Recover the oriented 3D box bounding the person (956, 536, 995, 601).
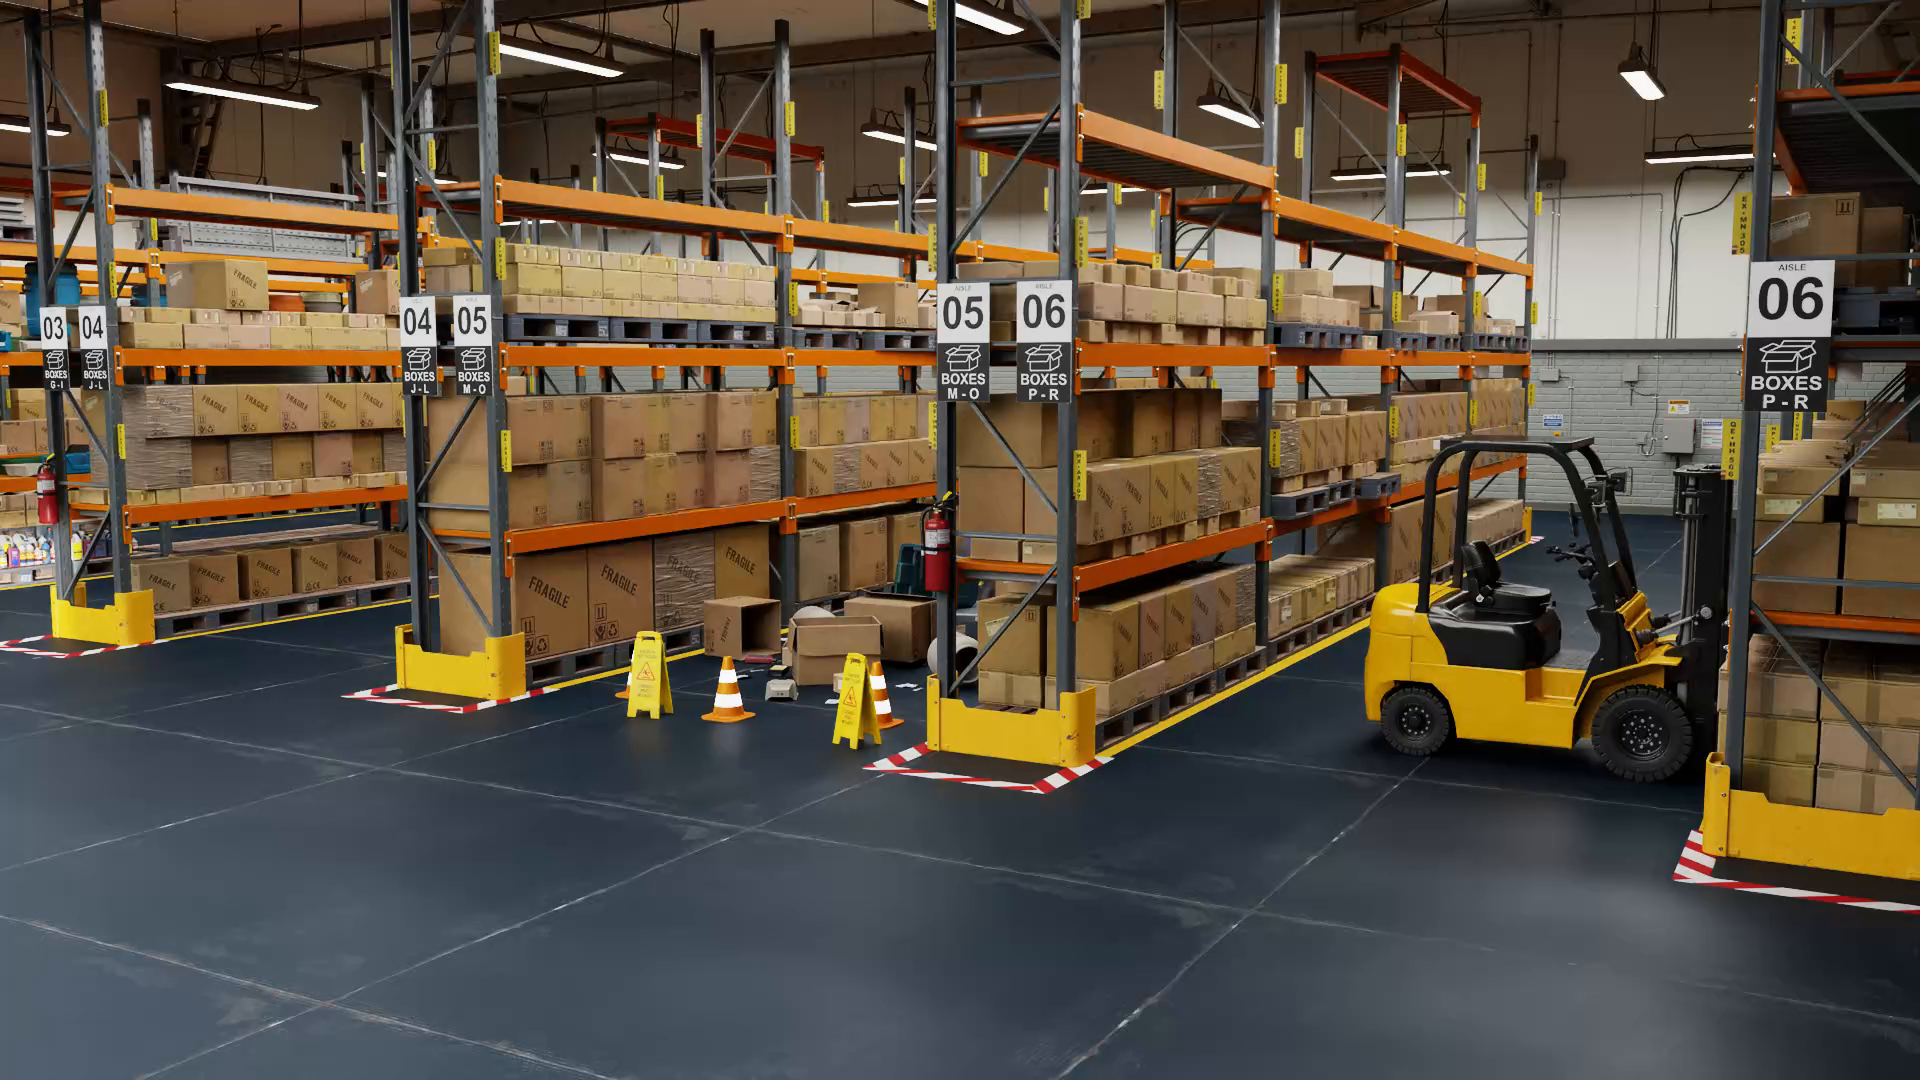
[{"bbox_3d":[0.259,0.225,18.429,0.465,0.996,0.862,3,7,26],"label":"person"}]
